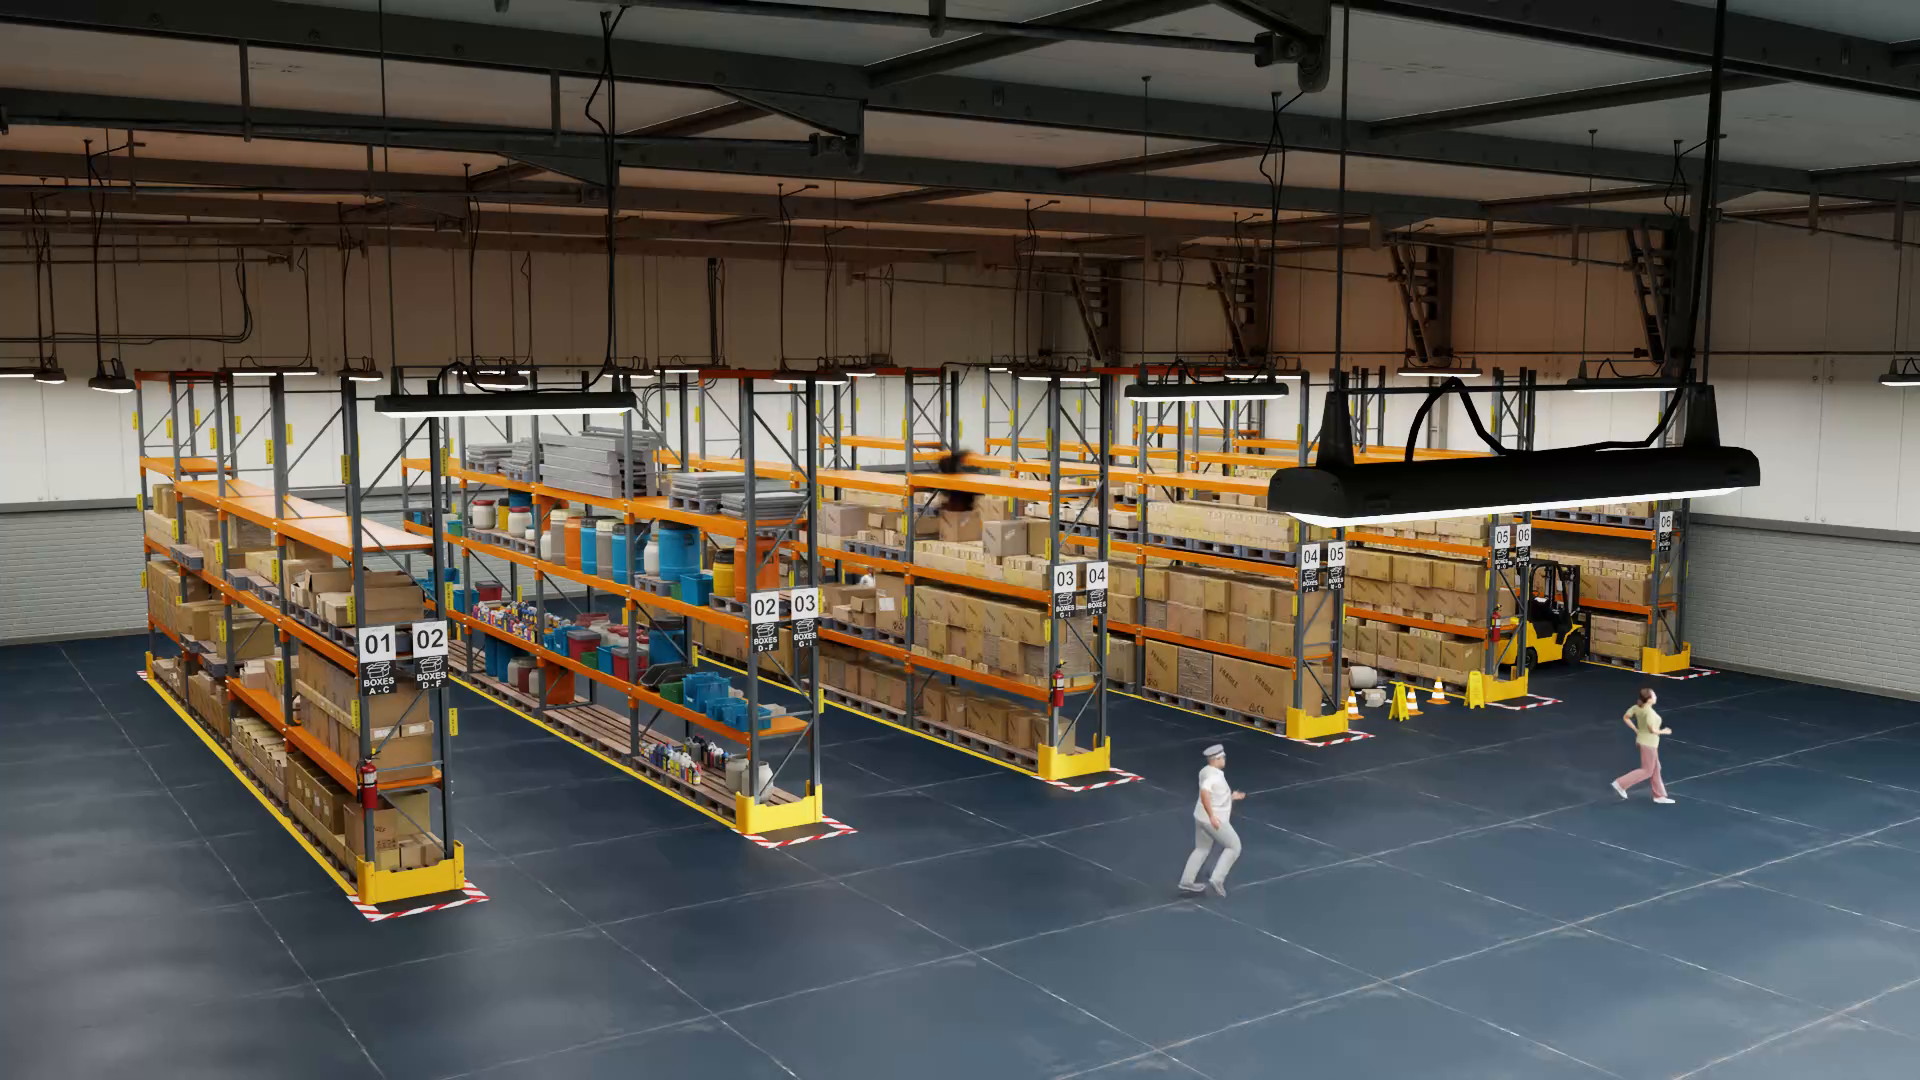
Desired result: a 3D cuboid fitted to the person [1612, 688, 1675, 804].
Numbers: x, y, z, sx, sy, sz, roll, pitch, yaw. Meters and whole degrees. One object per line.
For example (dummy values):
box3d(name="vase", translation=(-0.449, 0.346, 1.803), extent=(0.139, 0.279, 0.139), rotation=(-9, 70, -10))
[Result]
box3d(name="person", translation=(9.561, 2.882, 23.206), extent=(0.935, 1.663, 0.578), rotation=(0, 6, -3))

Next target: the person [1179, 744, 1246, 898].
box3d(name="person", translation=(2.966, 3.281, 19.385), extent=(0.826, 1.815, 0.627), rotation=(-2, 7, -17))

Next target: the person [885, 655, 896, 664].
box3d(name="person", translation=(-1.108, 1.827, 32.601), extent=(0.663, 1.717, 0.816), rotation=(-5, 8, -40))

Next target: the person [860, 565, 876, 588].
box3d(name="person", translation=(-1.922, 1.351, 36.304), extent=(0.670, 1.790, 0.953), rotation=(-4, 8, -34))
